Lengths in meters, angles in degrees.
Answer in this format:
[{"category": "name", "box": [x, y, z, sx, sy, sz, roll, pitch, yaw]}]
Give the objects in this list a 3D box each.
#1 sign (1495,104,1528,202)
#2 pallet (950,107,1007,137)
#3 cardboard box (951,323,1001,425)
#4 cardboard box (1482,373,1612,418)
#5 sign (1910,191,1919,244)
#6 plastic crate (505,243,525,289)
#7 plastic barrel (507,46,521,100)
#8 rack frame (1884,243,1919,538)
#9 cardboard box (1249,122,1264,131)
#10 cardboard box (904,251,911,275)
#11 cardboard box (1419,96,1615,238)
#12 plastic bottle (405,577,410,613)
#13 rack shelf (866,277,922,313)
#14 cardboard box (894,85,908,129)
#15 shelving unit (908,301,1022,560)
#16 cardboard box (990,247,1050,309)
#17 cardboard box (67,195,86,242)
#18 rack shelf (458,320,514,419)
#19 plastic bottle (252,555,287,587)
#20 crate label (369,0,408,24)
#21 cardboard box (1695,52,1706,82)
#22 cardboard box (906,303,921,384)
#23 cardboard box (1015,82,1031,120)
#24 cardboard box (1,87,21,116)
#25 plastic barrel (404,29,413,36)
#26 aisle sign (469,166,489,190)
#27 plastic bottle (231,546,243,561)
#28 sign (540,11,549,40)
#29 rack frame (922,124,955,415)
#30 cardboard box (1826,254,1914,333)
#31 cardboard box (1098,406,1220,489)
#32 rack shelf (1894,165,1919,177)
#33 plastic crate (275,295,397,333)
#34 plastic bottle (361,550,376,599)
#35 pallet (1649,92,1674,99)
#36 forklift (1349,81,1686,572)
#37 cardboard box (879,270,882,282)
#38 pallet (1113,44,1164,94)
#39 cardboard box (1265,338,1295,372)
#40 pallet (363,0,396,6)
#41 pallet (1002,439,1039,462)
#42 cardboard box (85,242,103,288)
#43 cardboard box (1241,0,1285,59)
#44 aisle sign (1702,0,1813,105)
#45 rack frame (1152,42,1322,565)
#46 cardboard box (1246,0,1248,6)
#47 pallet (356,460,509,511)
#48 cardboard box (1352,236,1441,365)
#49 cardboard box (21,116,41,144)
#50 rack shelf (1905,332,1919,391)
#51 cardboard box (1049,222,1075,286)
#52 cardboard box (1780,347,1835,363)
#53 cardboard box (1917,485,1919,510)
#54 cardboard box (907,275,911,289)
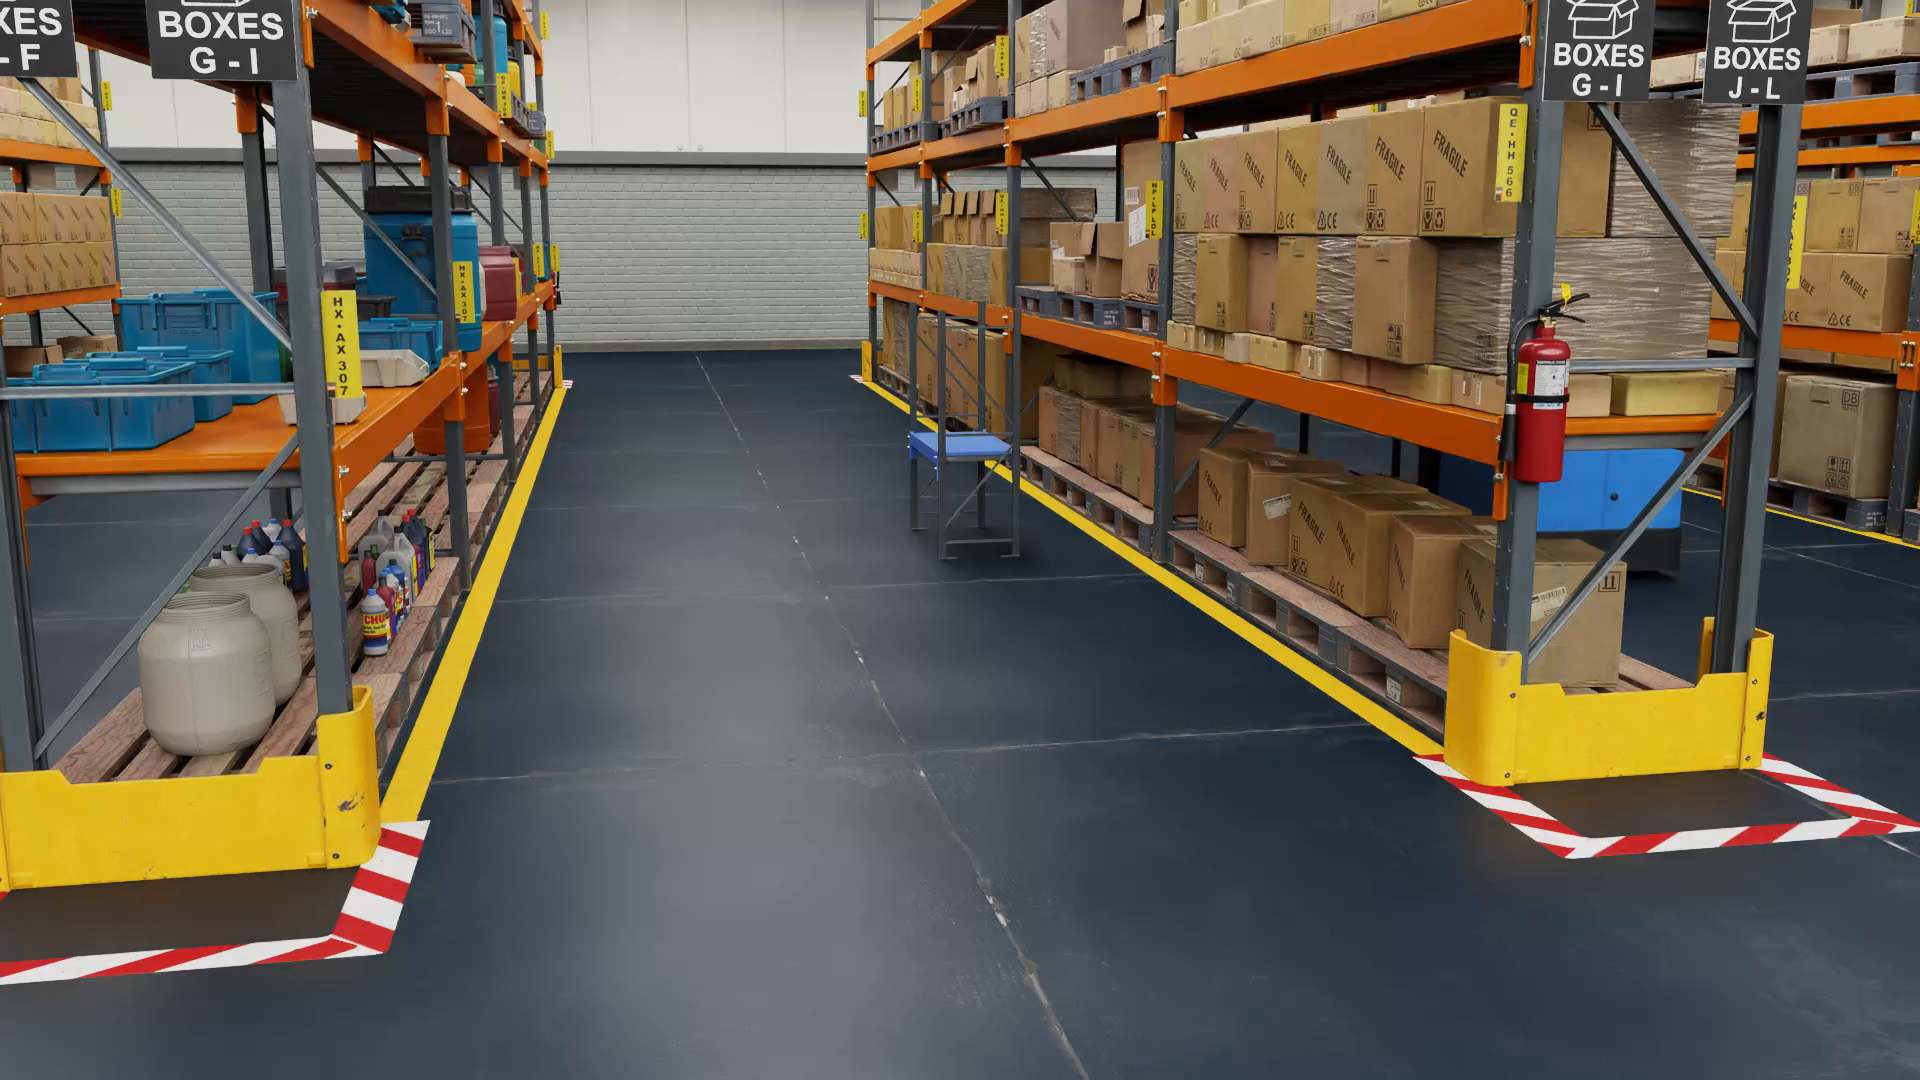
[{"category": "sign", "box": [1.890, -1.327, 5.702, 0.100, 0.325, 0.005, -2, 11, -11]}, {"category": "pallet", "box": [0.485, -3.788, 15.060, 1.003, 0.211, 1.213, -2, 11, -8]}, {"category": "cardboard box", "box": [0.603, -1.540, 15.324, 1.225, 0.875, 0.875, -2, 11, -11]}, {"category": "cardboard box", "box": [2.180, -0.540, 6.185, 0.380, 0.149, 0.250, -2, 11, -11]}, {"category": "sign", "box": [6.015, -2.023, 10.417, 0.100, 0.325, 0.005, -2, 11, -11]}, {"category": "plastic crate", "box": [-4.682, -2.874, 17.440, 0.402, 0.464, 0.583, -2, 11, -11]}, {"category": "plastic barrel", "box": [-4.377, -4.252, 15.366, 0.600, 0.588, 0.600, 0, 11, 0]}, {"category": "rack frame", "box": [6.545, -1.515, 10.631, 1.000, 3.000, 0.127, -2, 11, -11]}, {"category": "cardboard box", "box": [4.044, -5.269, 21.399, 0.500, 0.250, 0.500, -2, 11, -10]}, {"category": "cardboard box", "box": [-0.342, -3.059, 18.350, 0.500, 0.250, 0.500, -2, 11, -9]}, {"category": "cardboard box", "box": [2.089, -1.397, 6.279, 0.500, 0.500, 0.500, -2, 11, -11]}, {"category": "plastic bottle", "box": [-2.612, 0.239, 7.728, 0.097, 0.201, 0.097, 0, 11, 0]}, {"category": "rack shelf", "box": [-0.285, -2.833, 19.484, 1.077, 0.370, 4.000, -2, 11, -11]}, {"category": "cardboard box", "box": [-0.381, -5.038, 19.461, 0.700, 0.500, 0.500, -3, 11, -15]}, {"category": "shelving unit", "box": [0.017, -0.721, 10.474, 0.538, 1.500, 1.048, -2, 11, -11]}, {"category": "cardboard box", "box": [0.543, -2.217, 14.054, 0.500, 0.500, 0.500, -2, 11, -9]}, {"category": "cardboard box", "box": [-9.831, -3.475, 17.991, 0.500, 0.500, 0.500, -2, 11, -9]}, {"category": "rack shelf", "box": [-3.587, -1.186, 10.829, 1.077, 0.370, 4.000, -2, 11, -11]}, {"category": "plastic bottle", "box": [-3.188, 0.215, 7.652, 0.152, 0.276, 0.135, -2, 11, -11]}, {"category": "crate label", "box": [-2.460, -2.195, 6.580, 0.502, 0.251, 0.408, -2, 11, -11]}, {"category": "cardboard box", "box": [5.890, -3.607, 12.448, 0.500, 0.311, 0.500, -2, 11, -12]}, {"category": "cardboard box", "box": [-0.121, -2.271, 19.168, 0.875, 0.875, 0.875, -2, 11, -11]}, {"category": "cardboard box", "box": [0.724, -3.391, 12.867, 0.500, 0.250, 0.500, -2, 11, -10]}, {"category": "cardboard box", "box": [-9.563, -4.296, 16.285, 0.500, 0.250, 0.500, -2, 11, -11]}, {"category": "plastic barrel", "box": [-3.902, -3.312, 10.905, 0.600, 0.830, 0.708, -2, 11, -11]}, {"category": "aisle sign", "box": [-5.837, -4.653, 20.167, 0.394, 0.787, 0.004, -2, 11, -11]}, {"category": "plastic bottle", "box": [-3.420, 0.175, 7.841, 0.061, 0.283, 0.133, -2, 11, -8]}, {"category": "sign", "box": [-4.996, -6.185, 19.988, 0.100, 0.325, 0.005, -2, 11, -11]}, {"category": "rack frame", "box": [0.104, -2.820, 17.490, 1.000, 3.000, 0.127, -2, 11, -11]}, {"category": "cardboard box", "box": [6.182, -1.650, 11.074, 0.500, 0.500, 0.500, -2, 11, -11]}, {"category": "cardboard box", "box": [1.379, -0.645, 11.572, 0.700, 0.500, 0.500, -3, 11, -16]}, {"category": "rack shelf", "box": [14.304, -4.848, 22.049, 1.077, 0.370, 4.000, -2, 11, -11]}, {"category": "plastic crate", "box": [-3.221, -1.041, 8.312, 0.767, 0.338, 0.504, -2, 11, -11]}, {"category": "plastic bottle", "box": [-2.767, 0.182, 7.808, 0.061, 0.283, 0.133, -2, 11, -11]}, {"category": "pallet", "box": [5.945, -3.513, 13.613, 1.213, 0.211, 1.003, -2, 11, -8]}, {"category": "forklift", "box": [3.397, -1.467, 10.568, 1.130, 2.935, 3.031, -1, 11, -8]}, {"category": "cardboard box", "box": [-0.775, -3.211, 20.218, 0.380, 0.149, 0.250, -2, 11, -12]}, {"category": "pallet", "box": [1.645, -2.851, 10.133, 1.213, 0.211, 1.003, -2, 11, -11]}, {"category": "cardboard box", "box": [1.712, -0.904, 8.097, 0.380, 0.149, 0.250, -2, 11, -11]}, {"category": "pallet", "box": [-2.485, -1.975, 5.533, 1.003, 0.211, 1.213, -2, 11, -11]}, {"category": "pallet", "box": [0.803, -0.864, 14.670, 1.003, 0.211, 1.213, -2, 11, -11]}, {"category": "cardboard box", "box": [-9.933, -3.076, 18.567, 0.500, 0.500, 0.500, -2, 11, -11]}, {"category": "cardboard box", "box": [1.691, -2.472, 8.042, 0.500, 0.250, 0.500, -3, 11, -13]}, {"category": "aisle sign", "box": [2.745, -1.896, 5.681, 0.394, 0.787, 0.004, -2, 11, -11]}, {"category": "rack frame", "box": [1.660, -1.353, 9.781, 1.000, 3.000, 0.127, -2, 11, -11]}, {"category": "cardboard box", "box": [1.662, -2.737, 8.368, 0.380, 0.149, 0.250, -2, 11, -9]}, {"category": "pallet", "box": [-3.863, -0.393, 12.196, 1.003, 0.211, 1.213, -2, 11, -11]}, {"category": "cardboard box", "box": [2.143, -1.004, 6.884, 0.875, 0.500, 0.500, -2, 11, -11]}, {"category": "cardboard box", "box": [-9.654, -4.142, 16.815, 0.500, 0.250, 0.500, -2, 11, -11]}, {"category": "rack shelf", "box": [6.934, -0.794, 8.771, 1.077, 0.370, 4.000, -2, 11, -11]}, {"category": "cardboard box", "box": [1.027, -2.244, 13.074, 0.500, 0.500, 0.500, -4, 11, -18]}, {"category": "cardboard box", "box": [10.024, -2.232, 18.961, 0.875, 0.875, 0.875, -2, 11, -9]}, {"category": "cardboard box", "box": [6.599, -0.559, 10.171, 0.875, 0.875, 0.875, -2, 11, -10]}, {"category": "cardboard box", "box": [-0.376, -2.835, 18.240, 0.380, 0.149, 0.250, -2, 11, -12]}]
